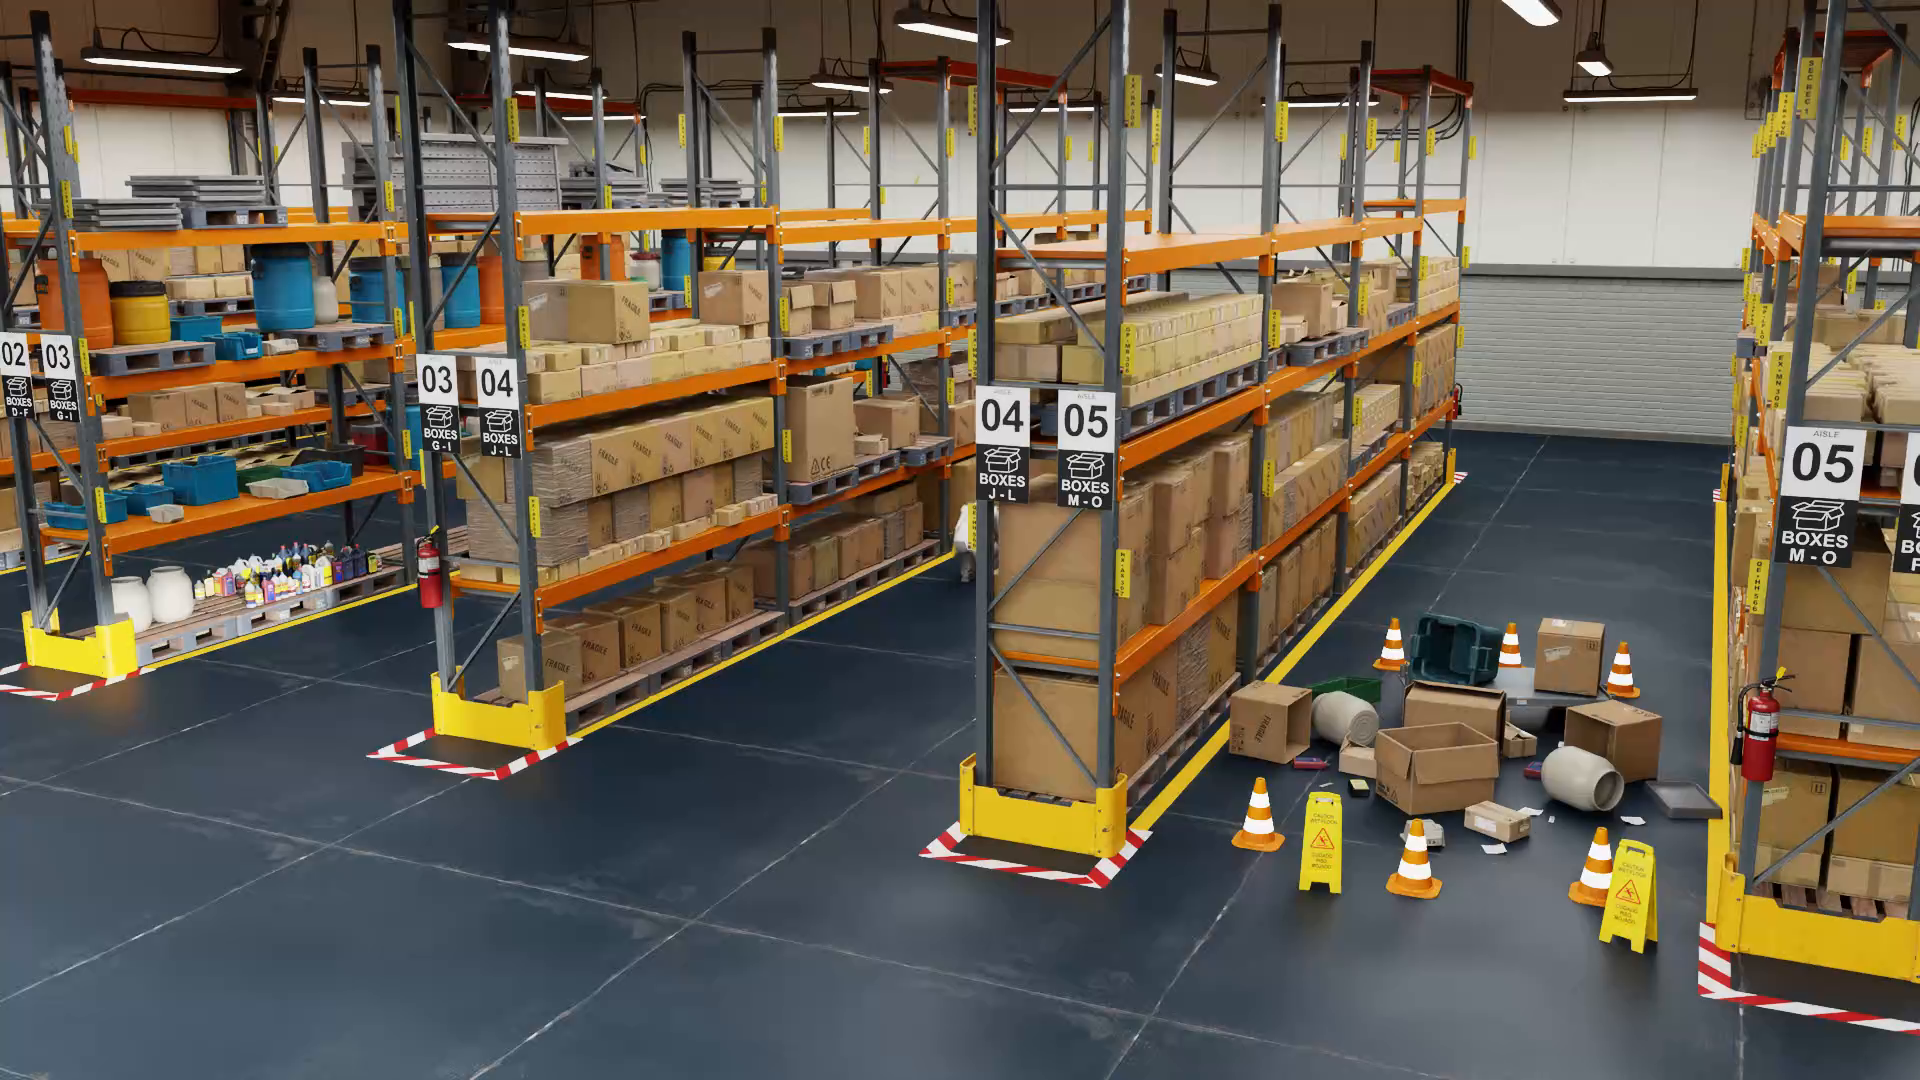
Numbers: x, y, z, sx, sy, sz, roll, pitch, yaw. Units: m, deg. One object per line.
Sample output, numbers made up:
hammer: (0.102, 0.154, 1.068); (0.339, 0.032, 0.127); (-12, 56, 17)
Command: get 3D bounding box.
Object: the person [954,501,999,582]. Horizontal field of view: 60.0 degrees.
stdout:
person: (0.227, -0.034, 19.400); (0.513, 1.012, 0.888); (5, 13, 22)
